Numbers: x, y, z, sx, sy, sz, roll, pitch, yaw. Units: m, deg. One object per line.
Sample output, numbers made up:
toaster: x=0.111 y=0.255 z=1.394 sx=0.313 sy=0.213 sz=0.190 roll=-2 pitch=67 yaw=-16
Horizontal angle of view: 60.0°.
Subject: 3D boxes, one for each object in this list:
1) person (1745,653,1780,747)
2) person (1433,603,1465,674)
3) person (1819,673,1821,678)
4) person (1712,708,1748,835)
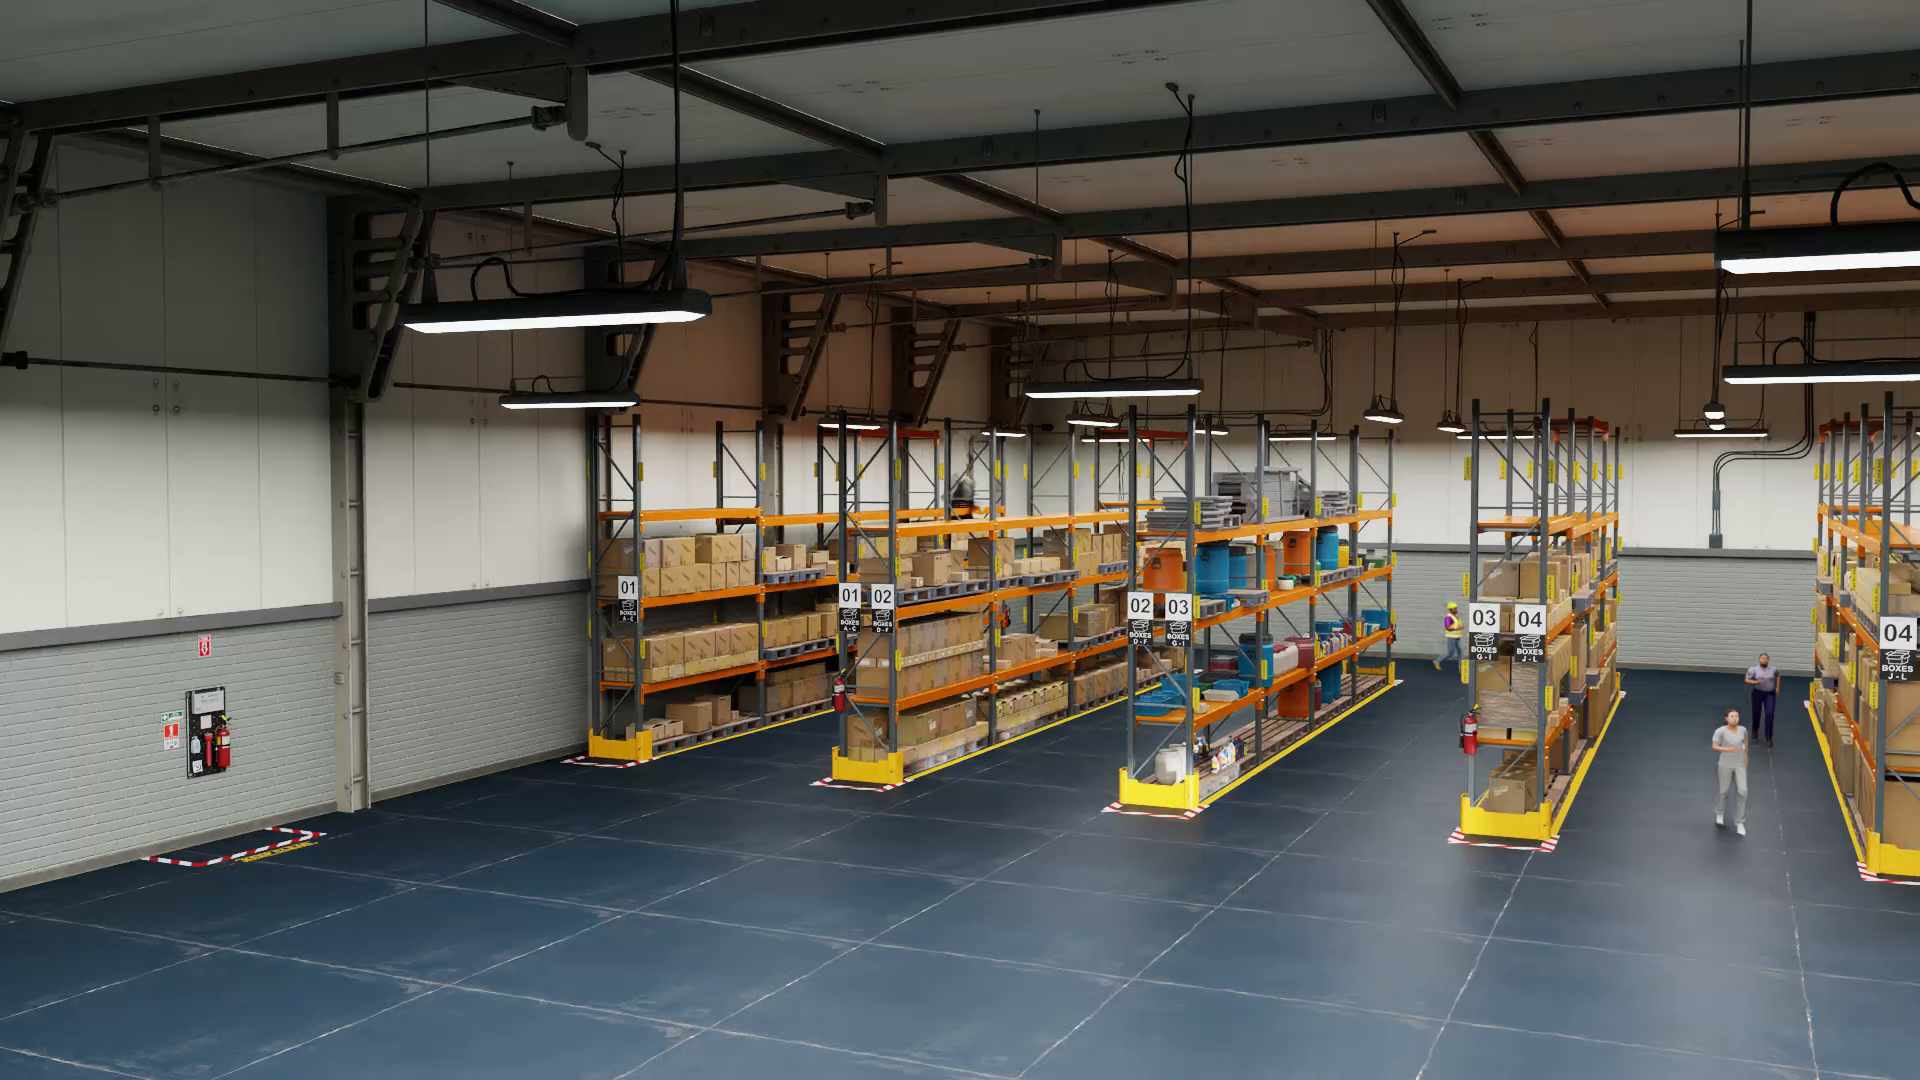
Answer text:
person: x=14.755 y=2.906 z=30.577 sx=0.624 sy=1.677 sz=0.874 roll=1 pitch=2 yaw=18
person: x=12.172 y=2.419 z=41.054 sx=0.961 sy=1.744 sz=0.712 roll=2 pitch=3 yaw=41
person: x=19.216 y=2.629 z=36.548 sx=0.673 sy=1.731 sz=0.756 roll=0 pitch=2 yaw=-2
person: x=10.766 y=3.204 z=23.239 sx=0.554 sy=1.737 sz=0.797 roll=0 pitch=2 yaw=9
